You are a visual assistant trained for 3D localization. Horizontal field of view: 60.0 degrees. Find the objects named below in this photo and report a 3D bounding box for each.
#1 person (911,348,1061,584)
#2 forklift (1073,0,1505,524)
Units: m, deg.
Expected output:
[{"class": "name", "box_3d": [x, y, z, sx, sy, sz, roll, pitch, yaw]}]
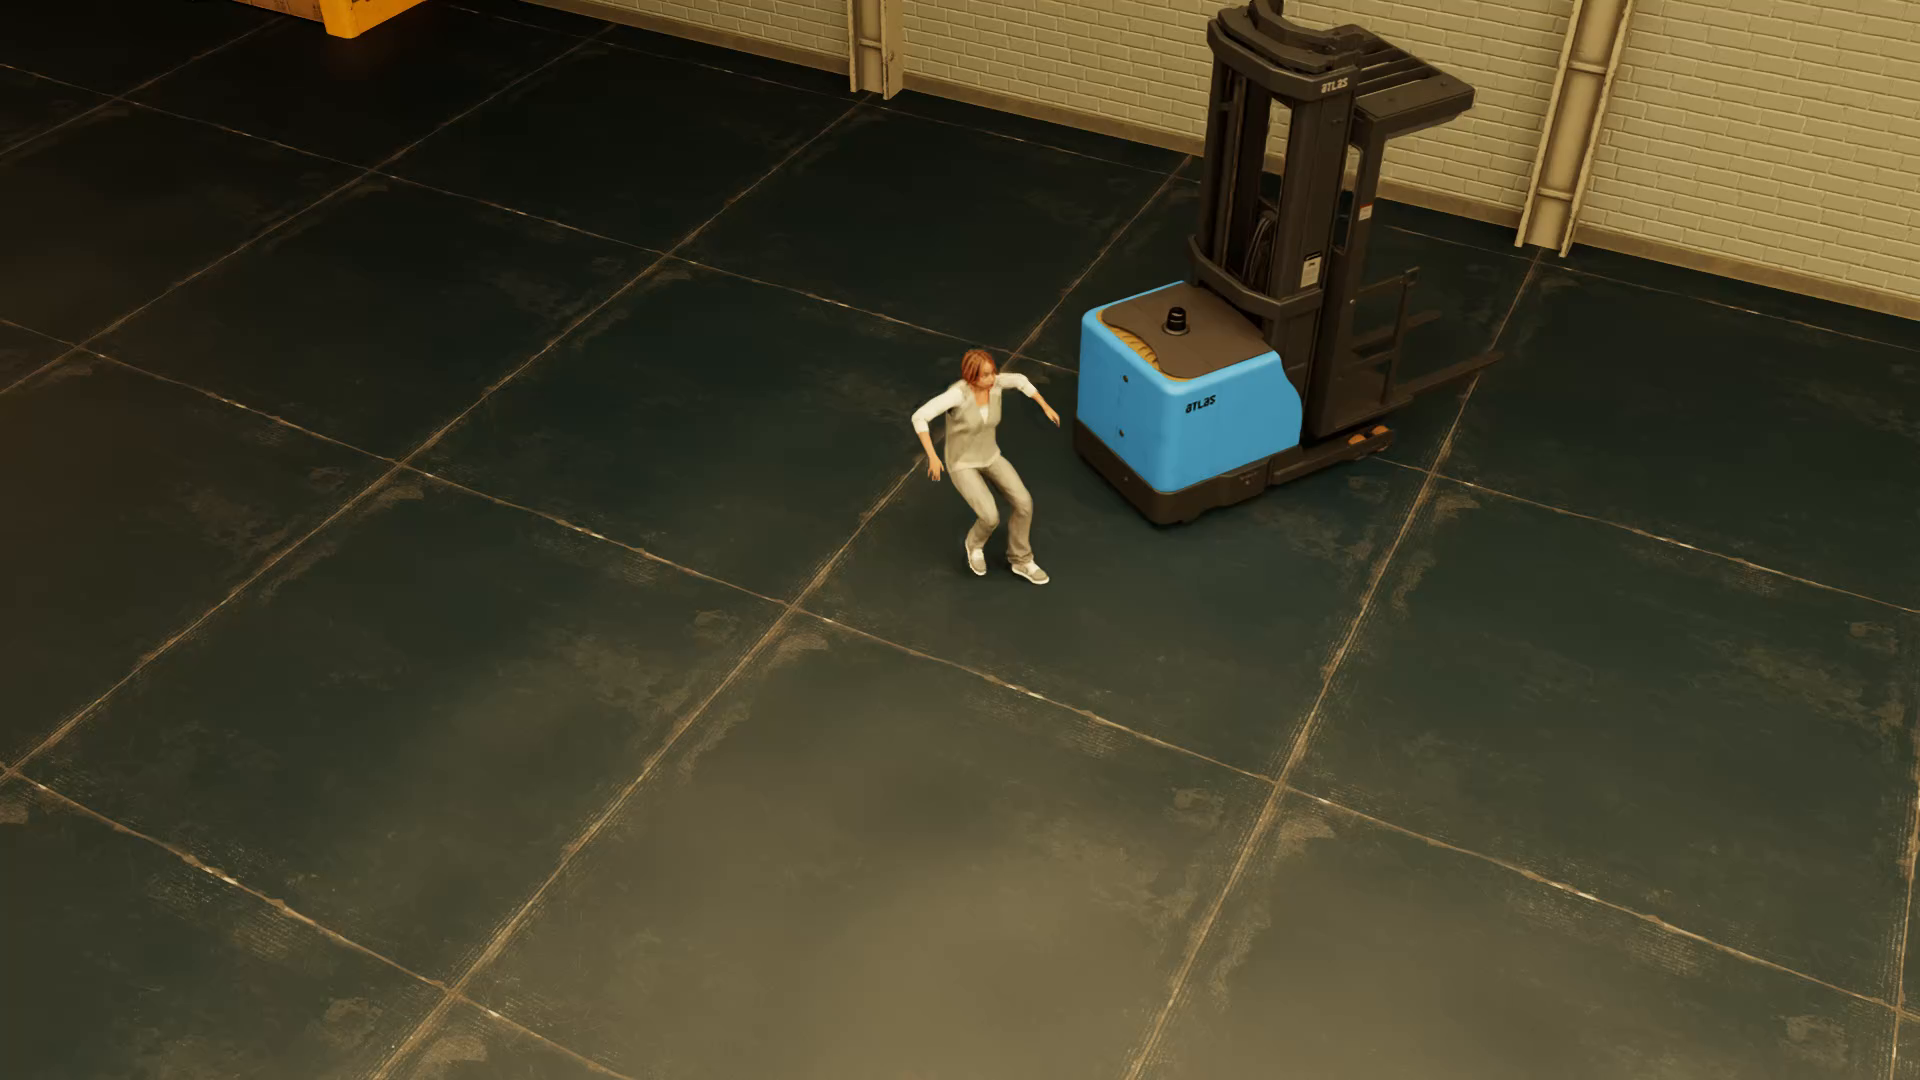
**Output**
[{"class": "person", "box_3d": [0.225, -0.412, 9.615, 0.960, 1.446, 0.691, -26, 46, -27]}, {"class": "forklift", "box_3d": [2.272, -1.918, 10.264, 3.031, 2.935, 1.130, -20, 44, -23]}]
